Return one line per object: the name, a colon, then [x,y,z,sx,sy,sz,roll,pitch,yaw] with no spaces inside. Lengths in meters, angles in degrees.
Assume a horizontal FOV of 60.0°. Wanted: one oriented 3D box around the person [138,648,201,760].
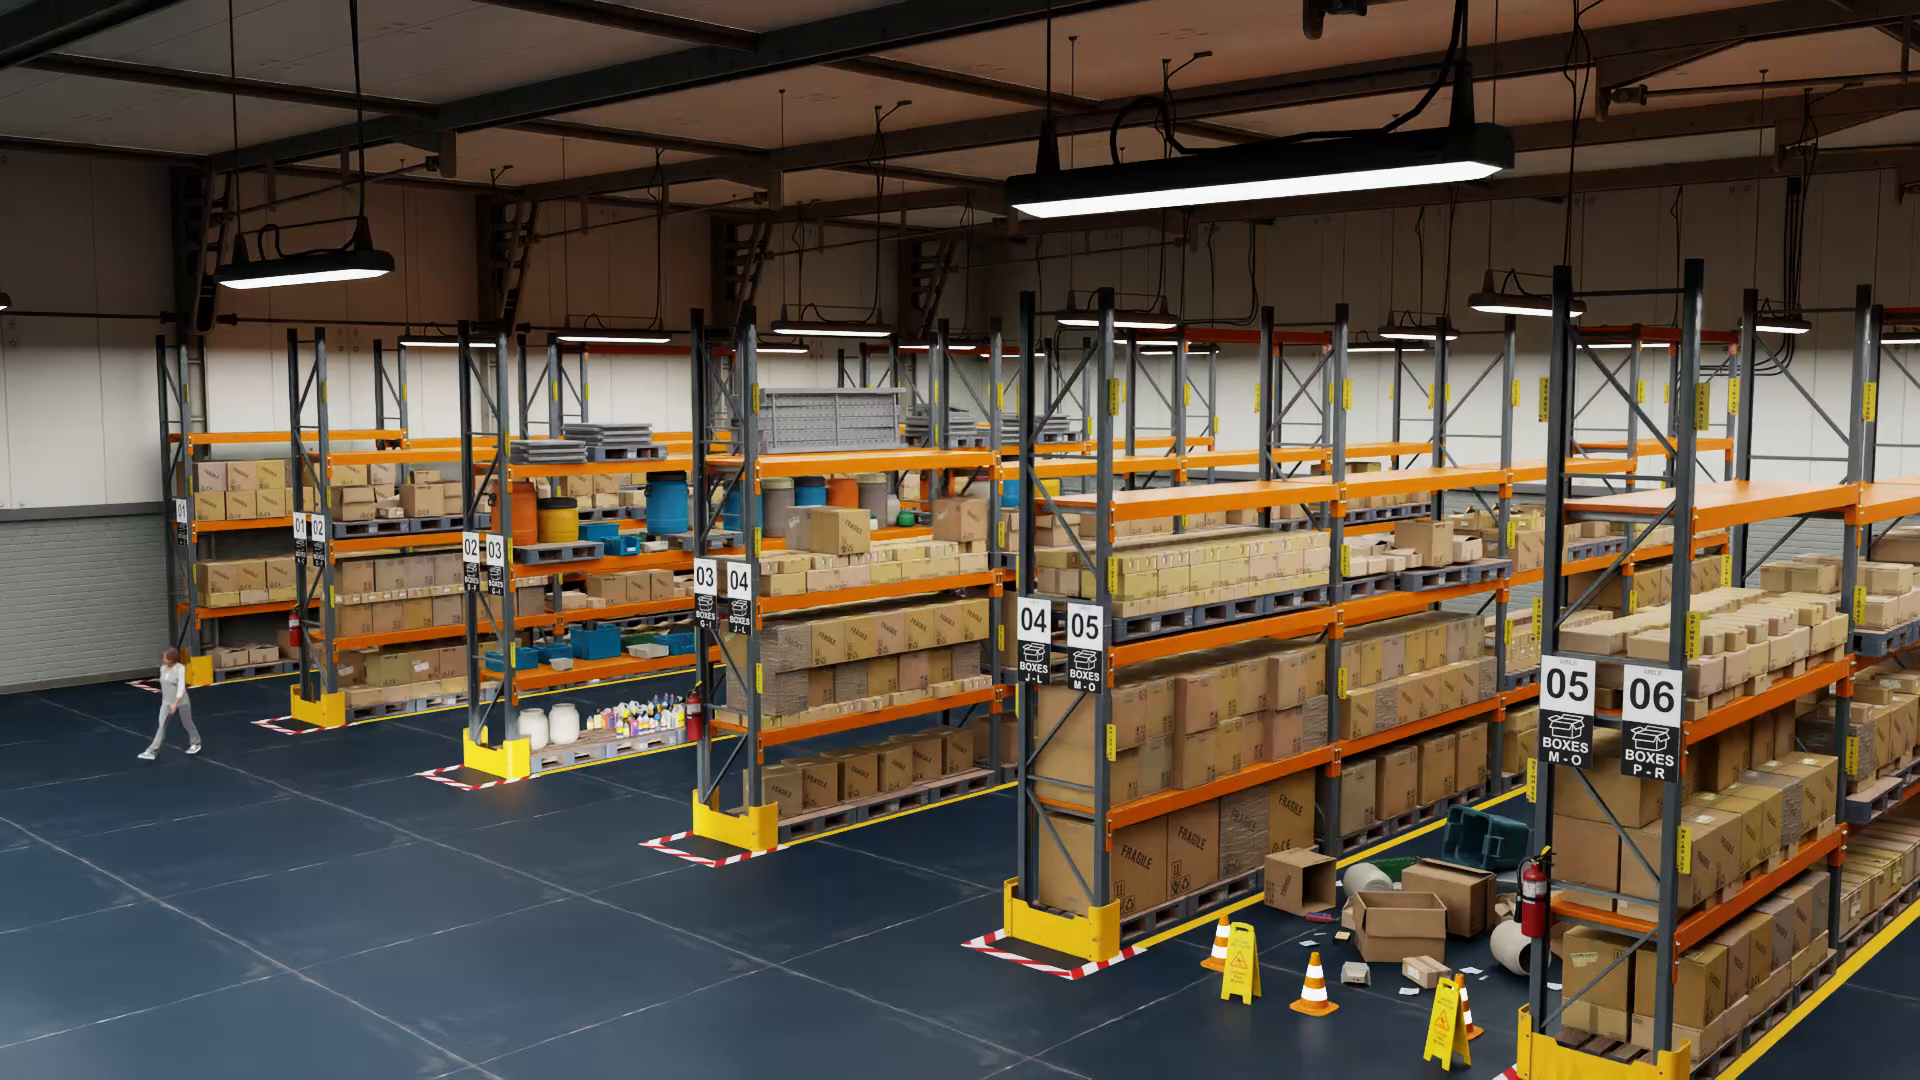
person: [-10.807,2.238,22.783,0.425,1.533,1.020,1,5,8]
